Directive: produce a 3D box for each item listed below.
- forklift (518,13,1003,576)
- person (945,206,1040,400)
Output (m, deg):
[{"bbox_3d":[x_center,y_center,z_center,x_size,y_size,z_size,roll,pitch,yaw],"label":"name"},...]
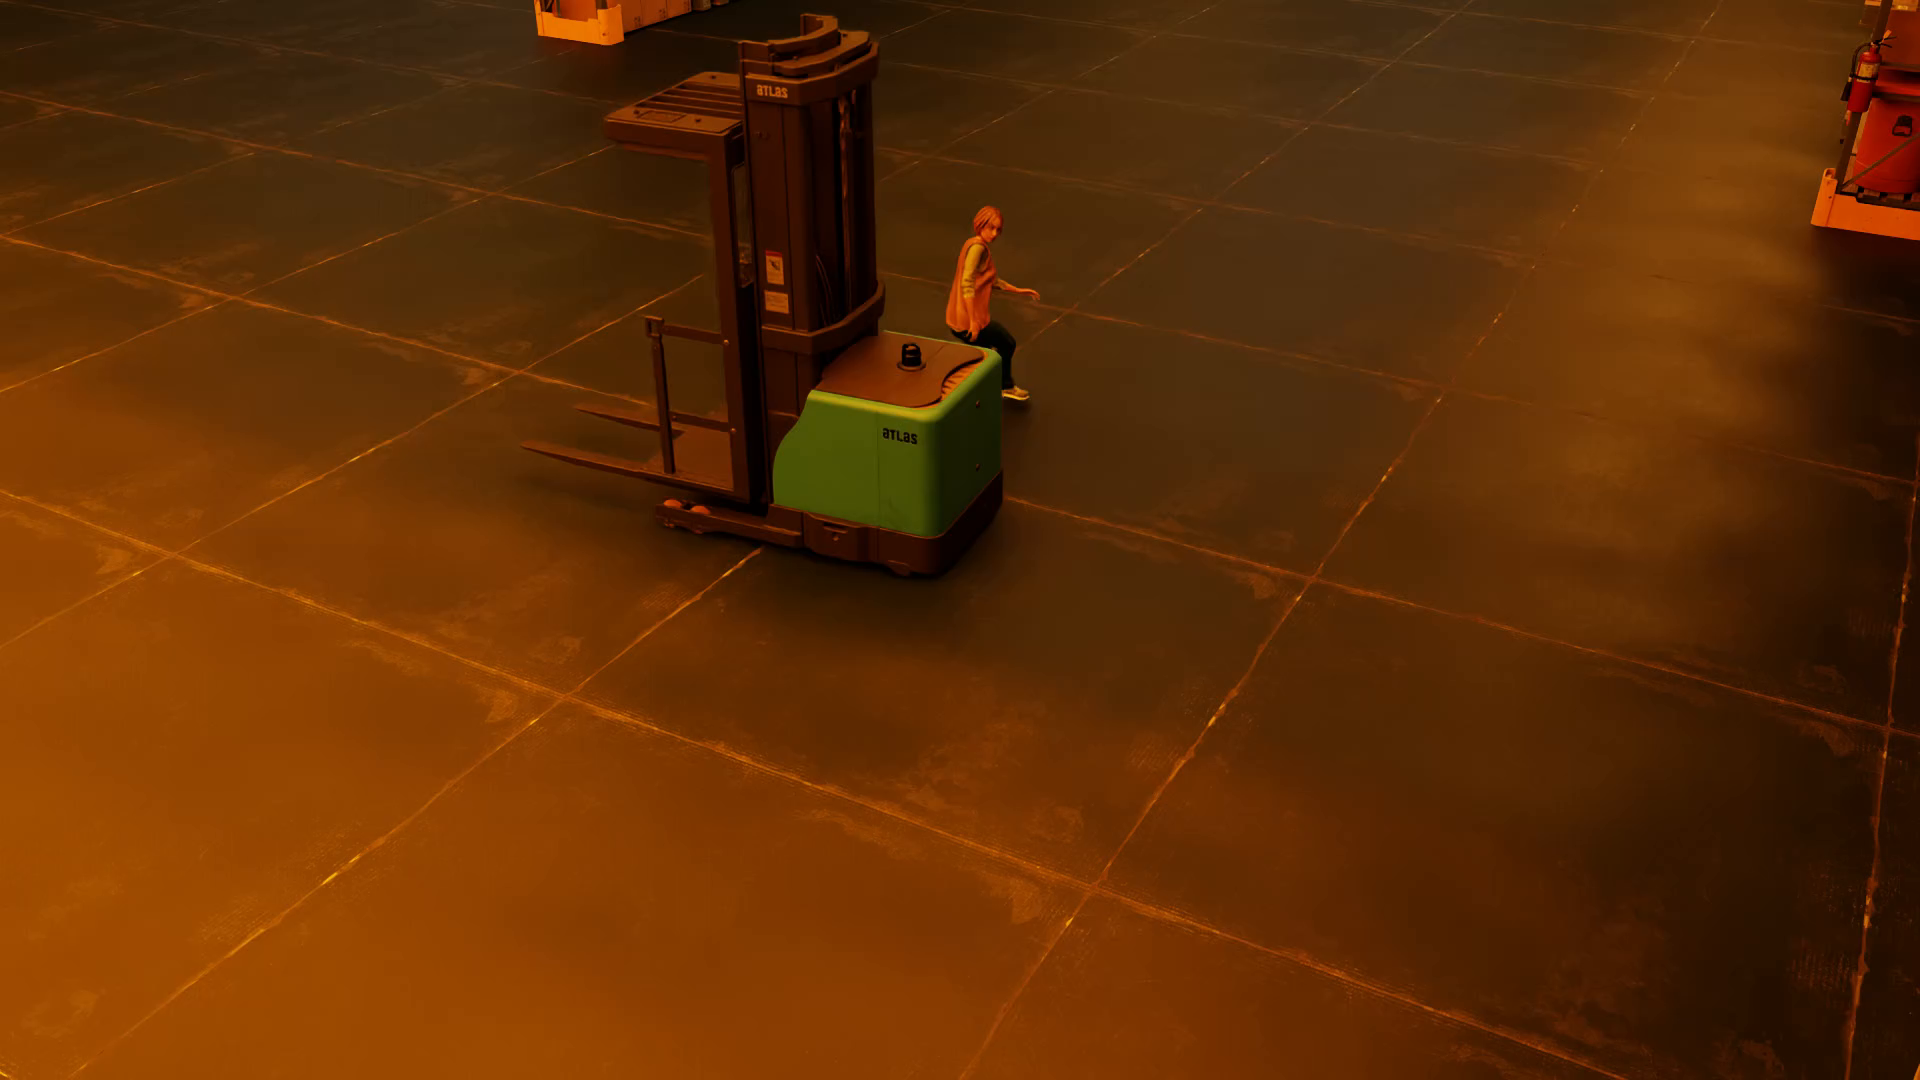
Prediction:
[{"bbox_3d":[-1.301,-1.537,9.733,3.031,2.935,1.130,12,32,20],"label":"forklift"},{"bbox_3d":[0.237,-1.494,11.167,0.714,1.444,0.637,-12,32,-19],"label":"person"}]
